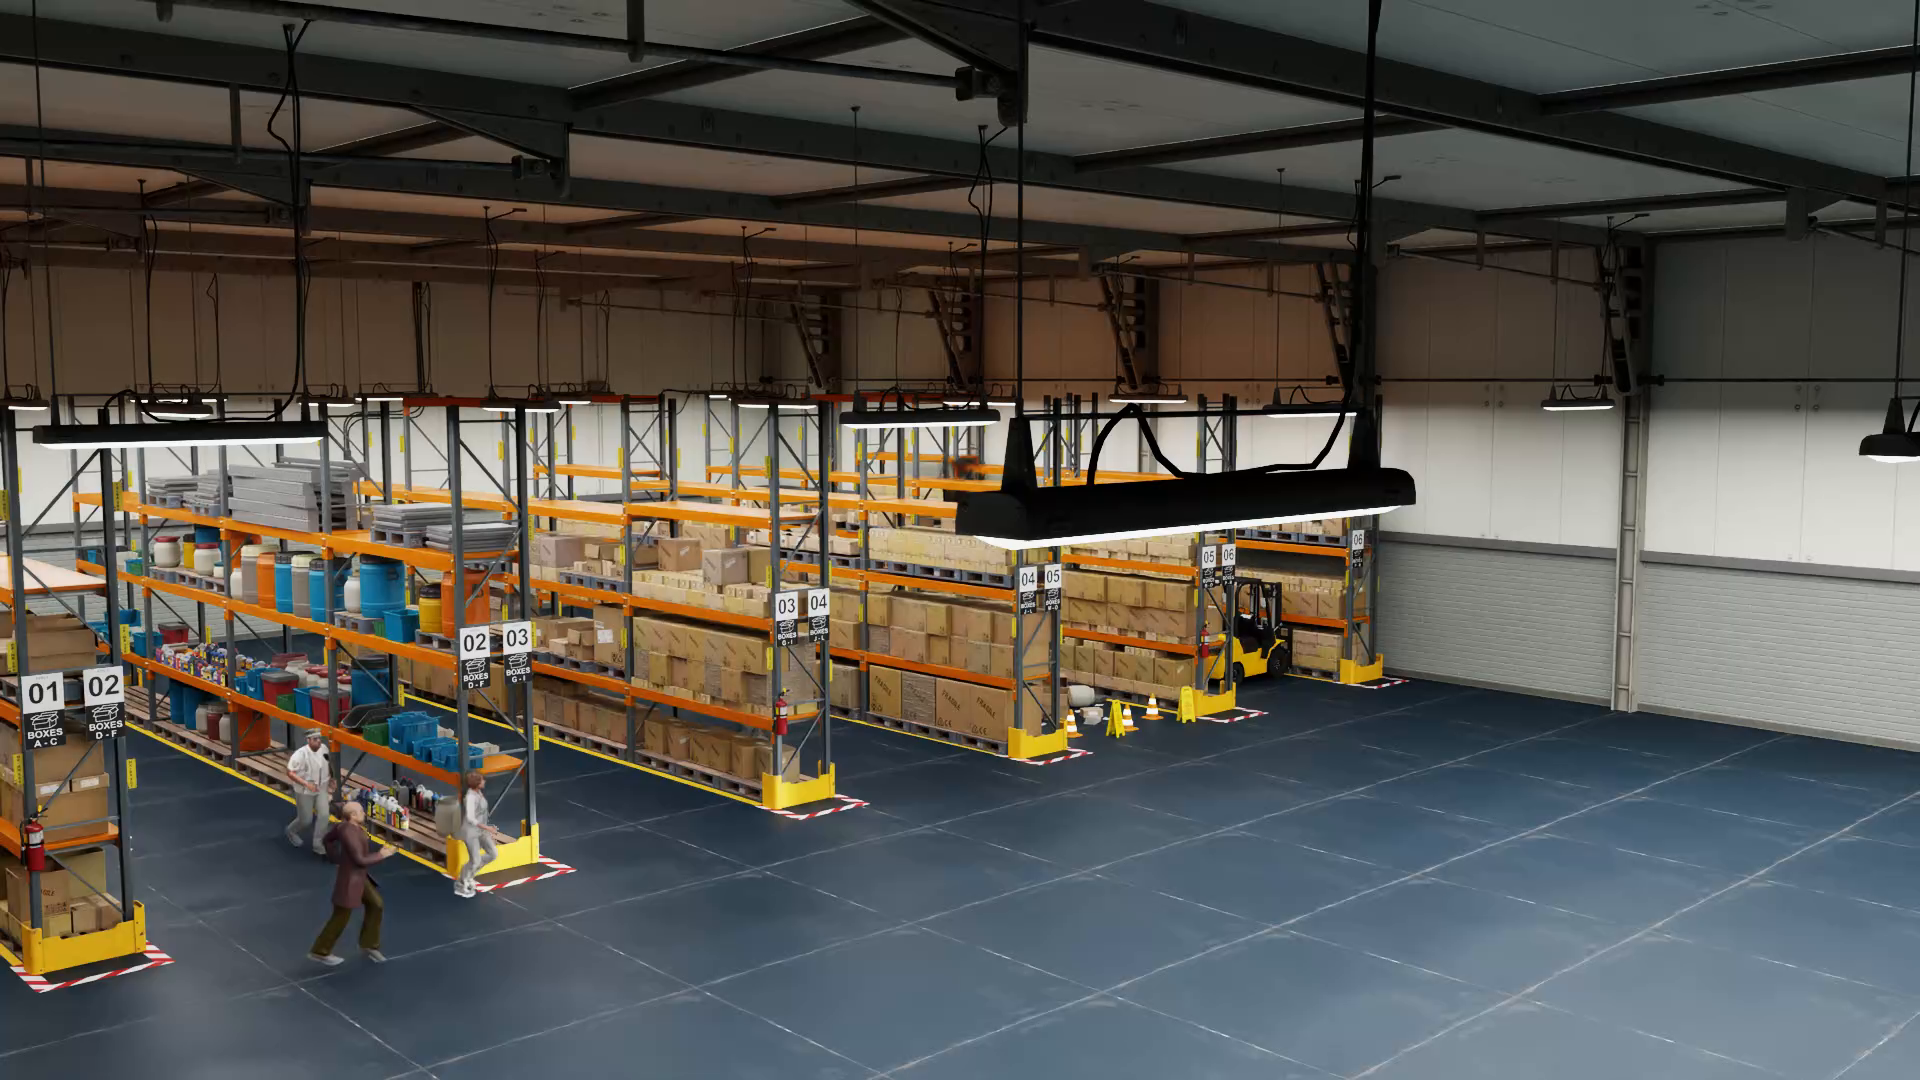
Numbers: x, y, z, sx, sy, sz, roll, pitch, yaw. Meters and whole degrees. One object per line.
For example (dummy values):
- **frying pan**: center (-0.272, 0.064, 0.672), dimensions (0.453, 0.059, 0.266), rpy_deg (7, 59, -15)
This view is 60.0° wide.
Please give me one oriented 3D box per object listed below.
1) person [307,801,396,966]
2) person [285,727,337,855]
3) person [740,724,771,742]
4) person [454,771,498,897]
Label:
- **person**: center (-6.530, 3.719, 17.890), dimensions (0.898, 1.847, 0.655), rpy_deg (-2, 6, -16)
- **person**: center (-8.742, 3.328, 22.262), dimensions (0.819, 1.733, 0.660), rpy_deg (4, 7, 37)
- **person**: center (-3.435, 2.722, 28.553), dimensions (0.870, 1.716, 0.653), rpy_deg (0, 6, 3)
- **person**: center (-5.936, 3.591, 20.353), dimensions (0.559, 1.551, 0.564), rpy_deg (0, 6, 0)
